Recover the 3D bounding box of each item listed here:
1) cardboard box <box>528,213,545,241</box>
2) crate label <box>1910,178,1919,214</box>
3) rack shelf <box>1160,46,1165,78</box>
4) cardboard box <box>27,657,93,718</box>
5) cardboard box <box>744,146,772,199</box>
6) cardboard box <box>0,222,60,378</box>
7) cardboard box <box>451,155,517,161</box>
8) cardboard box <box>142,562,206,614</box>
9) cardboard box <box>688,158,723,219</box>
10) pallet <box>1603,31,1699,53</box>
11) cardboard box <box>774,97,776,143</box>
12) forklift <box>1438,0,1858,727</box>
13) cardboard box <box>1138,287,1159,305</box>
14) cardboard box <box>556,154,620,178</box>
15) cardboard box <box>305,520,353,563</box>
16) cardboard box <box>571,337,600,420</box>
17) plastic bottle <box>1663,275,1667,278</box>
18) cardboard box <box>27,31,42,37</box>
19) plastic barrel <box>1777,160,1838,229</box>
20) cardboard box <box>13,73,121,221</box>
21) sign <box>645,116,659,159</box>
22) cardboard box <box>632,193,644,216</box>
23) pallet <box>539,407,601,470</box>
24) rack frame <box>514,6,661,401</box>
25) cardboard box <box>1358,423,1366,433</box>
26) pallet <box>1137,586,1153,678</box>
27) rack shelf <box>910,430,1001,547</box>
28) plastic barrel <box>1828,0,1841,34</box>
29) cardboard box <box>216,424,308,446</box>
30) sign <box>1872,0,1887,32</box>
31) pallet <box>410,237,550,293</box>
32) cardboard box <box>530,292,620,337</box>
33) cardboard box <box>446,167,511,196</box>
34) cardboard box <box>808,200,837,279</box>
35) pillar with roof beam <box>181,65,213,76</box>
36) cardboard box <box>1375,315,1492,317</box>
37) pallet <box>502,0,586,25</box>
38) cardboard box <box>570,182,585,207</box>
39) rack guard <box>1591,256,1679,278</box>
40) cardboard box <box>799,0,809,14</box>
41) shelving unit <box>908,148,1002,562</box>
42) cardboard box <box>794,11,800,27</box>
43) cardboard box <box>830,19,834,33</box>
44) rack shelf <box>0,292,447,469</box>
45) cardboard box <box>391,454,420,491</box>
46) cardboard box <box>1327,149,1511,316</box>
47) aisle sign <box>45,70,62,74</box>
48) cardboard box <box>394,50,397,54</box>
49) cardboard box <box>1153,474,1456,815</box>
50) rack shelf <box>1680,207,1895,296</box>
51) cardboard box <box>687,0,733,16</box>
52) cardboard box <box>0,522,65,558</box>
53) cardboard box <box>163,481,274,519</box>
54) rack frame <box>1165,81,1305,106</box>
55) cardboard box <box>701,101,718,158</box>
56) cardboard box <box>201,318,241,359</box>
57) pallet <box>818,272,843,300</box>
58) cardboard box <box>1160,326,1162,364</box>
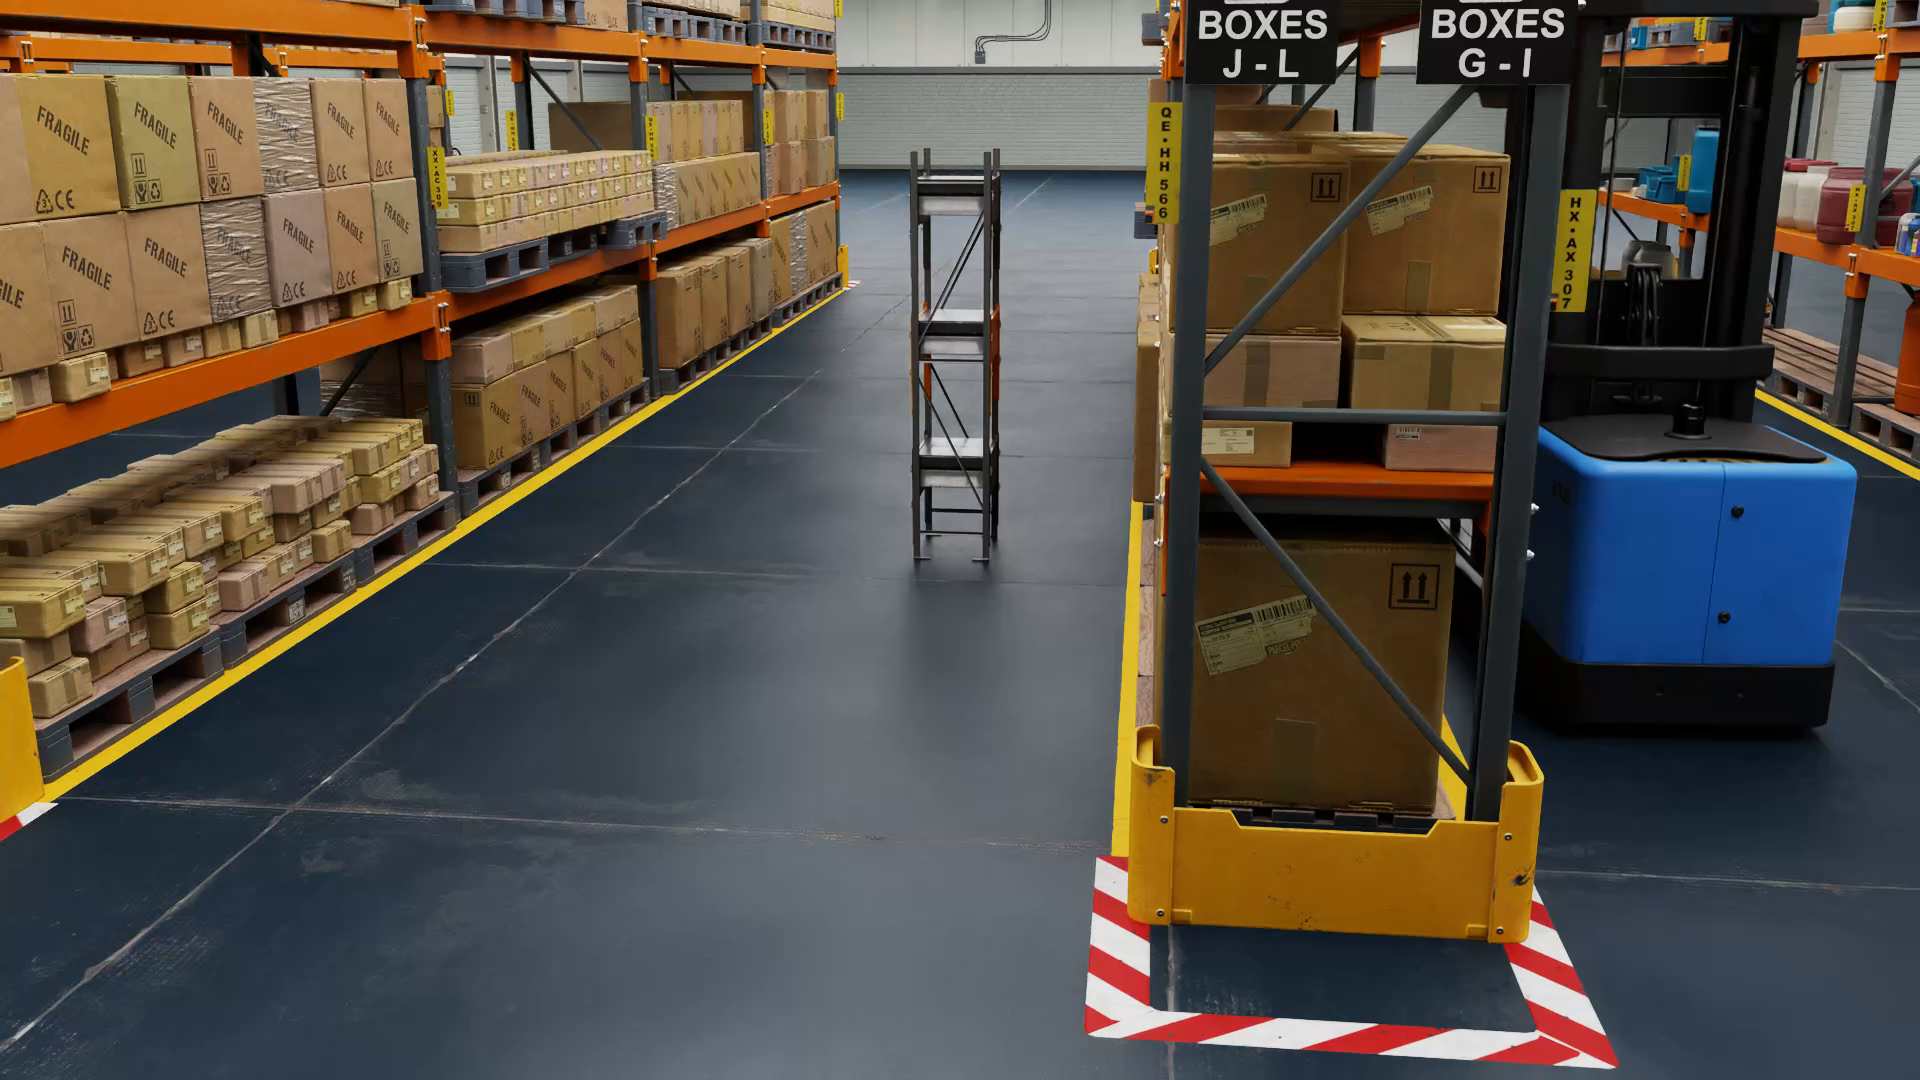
[{"bbox_3d":[-2.777,-1.923,10.204,0.380,0.149,0.250,2,15,7],"label":"cardboard box"},{"bbox_3d":[7.305,-2.537,12.731,0.502,0.435,0.616,2,15,6],"label":"crate label"},{"bbox_3d":[2.229,-4.036,13.972,1.077,0.370,4.000,2,15,6],"label":"rack shelf"},{"bbox_3d":[-3.439,0.533,6.100,0.380,0.149,0.250,2,15,7],"label":"cardboard box"},{"bbox_3d":[-2.433,-3.794,17.161,0.875,0.550,0.550,2,15,6],"label":"cardboard box"},{"bbox_3d":[-3.491,-0.814,5.664,0.500,0.500,0.500,2,15,9],"label":"cardboard box"},{"bbox_3d":[-3.277,-2.571,11.460,0.380,0.149,0.250,2,15,9],"label":"cardboard box"},{"bbox_3d":[-3.339,0.189,6.803,0.380,0.149,0.250,2,15,8],"label":"cardboard box"},{"bbox_3d":[-2.424,-3.137,14.826,0.500,0.500,0.500,2,15,6],"label":"cardboard box"},{"bbox_3d":[7.637,-5.490,18.335,1.003,0.211,1.213,2,15,6],"label":"pallet"},{"bbox_3d":[-2.440,-4.460,17.555,0.875,0.550,0.550,2,15,6],"label":"cardboard box"},{"bbox_3d":[2.851,-1.039,7.389,1.130,2.935,3.031,1,15,2],"label":"forklift"},{"bbox_3d":[1.796,-1.184,11.060,1.225,0.875,0.875,2,15,6],"label":"cardboard box"},{"bbox_3d":[-2.600,-2.614,11.620,0.380,0.149,0.250,2,15,8],"label":"cardboard box"},{"bbox_3d":[-3.187,0.003,8.063,0.380,0.149,0.250,2,15,6],"label":"cardboard box"},{"bbox_3d":[-2.834,-1.134,11.594,0.500,0.500,0.500,1,15,4],"label":"cardboard box"},{"bbox_3d":[7.220,-2.551,17.080,0.144,0.351,0.185,2,15,6],"label":"plastic bottle"},{"bbox_3d":[-7.639,-4.112,13.356,0.380,0.149,0.250,2,15,6],"label":"cardboard box"},{"bbox_3d":[6.918,-2.829,13.618,0.433,0.535,0.433,0,15,0],"label":"plastic barrel"},{"bbox_3d":[-3.451,-1.428,6.019,0.500,0.500,0.500,2,15,8],"label":"cardboard box"},{"bbox_3d":[-2.373,-3.096,12.798,0.100,0.325,0.005,2,15,6],"label":"sign"},{"bbox_3d":[-2.542,-2.464,12.205,0.380,0.149,0.250,2,15,6],"label":"cardboard box"},{"bbox_3d":[-3.144,-0.724,11.436,1.003,0.211,1.213,2,15,6],"label":"pallet"},{"bbox_3d":[-2.914,-2.589,12.989,1.000,3.000,0.127,2,15,6],"label":"rack frame"},{"bbox_3d":[1.524,-0.435,5.507,0.380,0.149,0.250,1,15,5],"label":"cardboard box"},{"bbox_3d":[1.253,0.480,6.984,1.003,0.211,1.213,2,15,6],"label":"pallet"},{"bbox_3d":[-0.019,-0.282,8.915,0.431,0.518,0.480,2,15,6],"label":"rack shelf"},{"bbox_3d":[7.387,-4.520,13.425,0.600,0.901,0.708,2,15,6],"label":"plastic barrel"},{"bbox_3d":[-3.700,-0.512,8.826,0.380,0.149,0.250,2,15,9],"label":"cardboard box"},{"bbox_3d":[6.377,-3.682,11.487,0.100,0.325,0.005,2,15,6],"label":"sign"},{"bbox_3d":[-3.134,-1.652,9.894,1.003,0.211,1.213,2,15,6],"label":"pallet"},{"bbox_3d":[-2.777,-1.630,11.992,0.500,0.250,0.500,2,15,7],"label":"cardboard box"},{"bbox_3d":[-2.838,-2.081,9.648,0.380,0.149,0.250,2,15,8],"label":"cardboard box"},{"bbox_3d":[-2.022,-3.663,20.227,0.875,0.875,0.875,2,15,7],"label":"cardboard box"},{"bbox_3d":[-7.893,-9.100,25.575,9.100,9.000,0.400,2,15,6],"label":"pillar with roof beam"},{"bbox_3d":[1.475,-0.664,5.589,0.500,0.250,0.500,2,15,6],"label":"cardboard box"},{"bbox_3d":[-3.076,-3.335,10.361,1.213,0.211,1.003,2,15,6],"label":"pallet"},{"bbox_3d":[-2.689,-2.270,10.919,0.380,0.149,0.250,1,15,5],"label":"cardboard box"},{"bbox_3d":[7.865,-3.117,19.733,1.175,0.500,0.348,2,15,6],"label":"rack guard"},{"bbox_3d":[-1.961,-5.908,18.239,0.500,0.250,0.500,2,15,7],"label":"cardboard box"},{"bbox_3d":[-0.019,-0.971,8.729,0.431,2.100,0.503,2,15,6],"label":"shelving unit"},{"bbox_3d":[-1.942,-5.618,17.933,0.380,0.149,0.250,2,15,6],"label":"cardboard box"},{"bbox_3d":[-1.712,-6.145,19.879,0.380,0.149,0.250,2,15,6],"label":"cardboard box"},{"bbox_3d":[-3.591,-0.685,7.327,1.077,0.370,4.000,2,15,6],"label":"rack shelf"},{"bbox_3d":[-3.103,-0.360,8.833,0.380,0.149,0.250,1,15,4],"label":"cardboard box"},{"bbox_3d":[1.479,-1.021,5.471,0.500,0.500,0.500,1,15,5],"label":"cardboard box"},{"bbox_3d":[-11.574,-6.192,21.333,0.394,0.787,0.004,2,15,6],"label":"aisle sign"},{"bbox_3d":[-6.857,-5.812,19.644,0.380,0.149,0.250,2,15,7],"label":"cardboard box"},{"bbox_3d":[1.093,0.313,5.523,0.875,0.875,0.875,2,15,6],"label":"cardboard box"},{"bbox_3d":[7.150,-2.442,13.824,1.077,0.370,4.000,2,15,6],"label":"rack shelf"},{"bbox_3d":[-2.383,-4.926,15.177,0.500,0.250,0.500,2,15,6],"label":"cardboard box"},{"bbox_3d":[-3.928,0.028,6.829,0.380,0.149,0.250,1,15,4],"label":"cardboard box"},{"bbox_3d":[-3.358,-0.163,7.536,0.380,0.149,0.250,2,15,6],"label":"cardboard box"},{"bbox_3d":[2.003,-2.416,12.351,1.000,3.000,0.127,2,15,6],"label":"rack frame"},{"bbox_3d":[-2.626,-3.763,15.227,0.700,0.500,0.500,2,15,7],"label":"cardboard box"},{"bbox_3d":[-3.329,-0.873,7.125,0.380,0.149,0.250,2,15,8],"label":"cardboard box"},{"bbox_3d":[-2.024,-3.108,20.250,1.003,0.211,1.213,2,15,6],"label":"pallet"},{"bbox_3d":[1.014,-0.786,6.805,0.380,0.149,0.250,1,15,5],"label":"cardboard box"}]
